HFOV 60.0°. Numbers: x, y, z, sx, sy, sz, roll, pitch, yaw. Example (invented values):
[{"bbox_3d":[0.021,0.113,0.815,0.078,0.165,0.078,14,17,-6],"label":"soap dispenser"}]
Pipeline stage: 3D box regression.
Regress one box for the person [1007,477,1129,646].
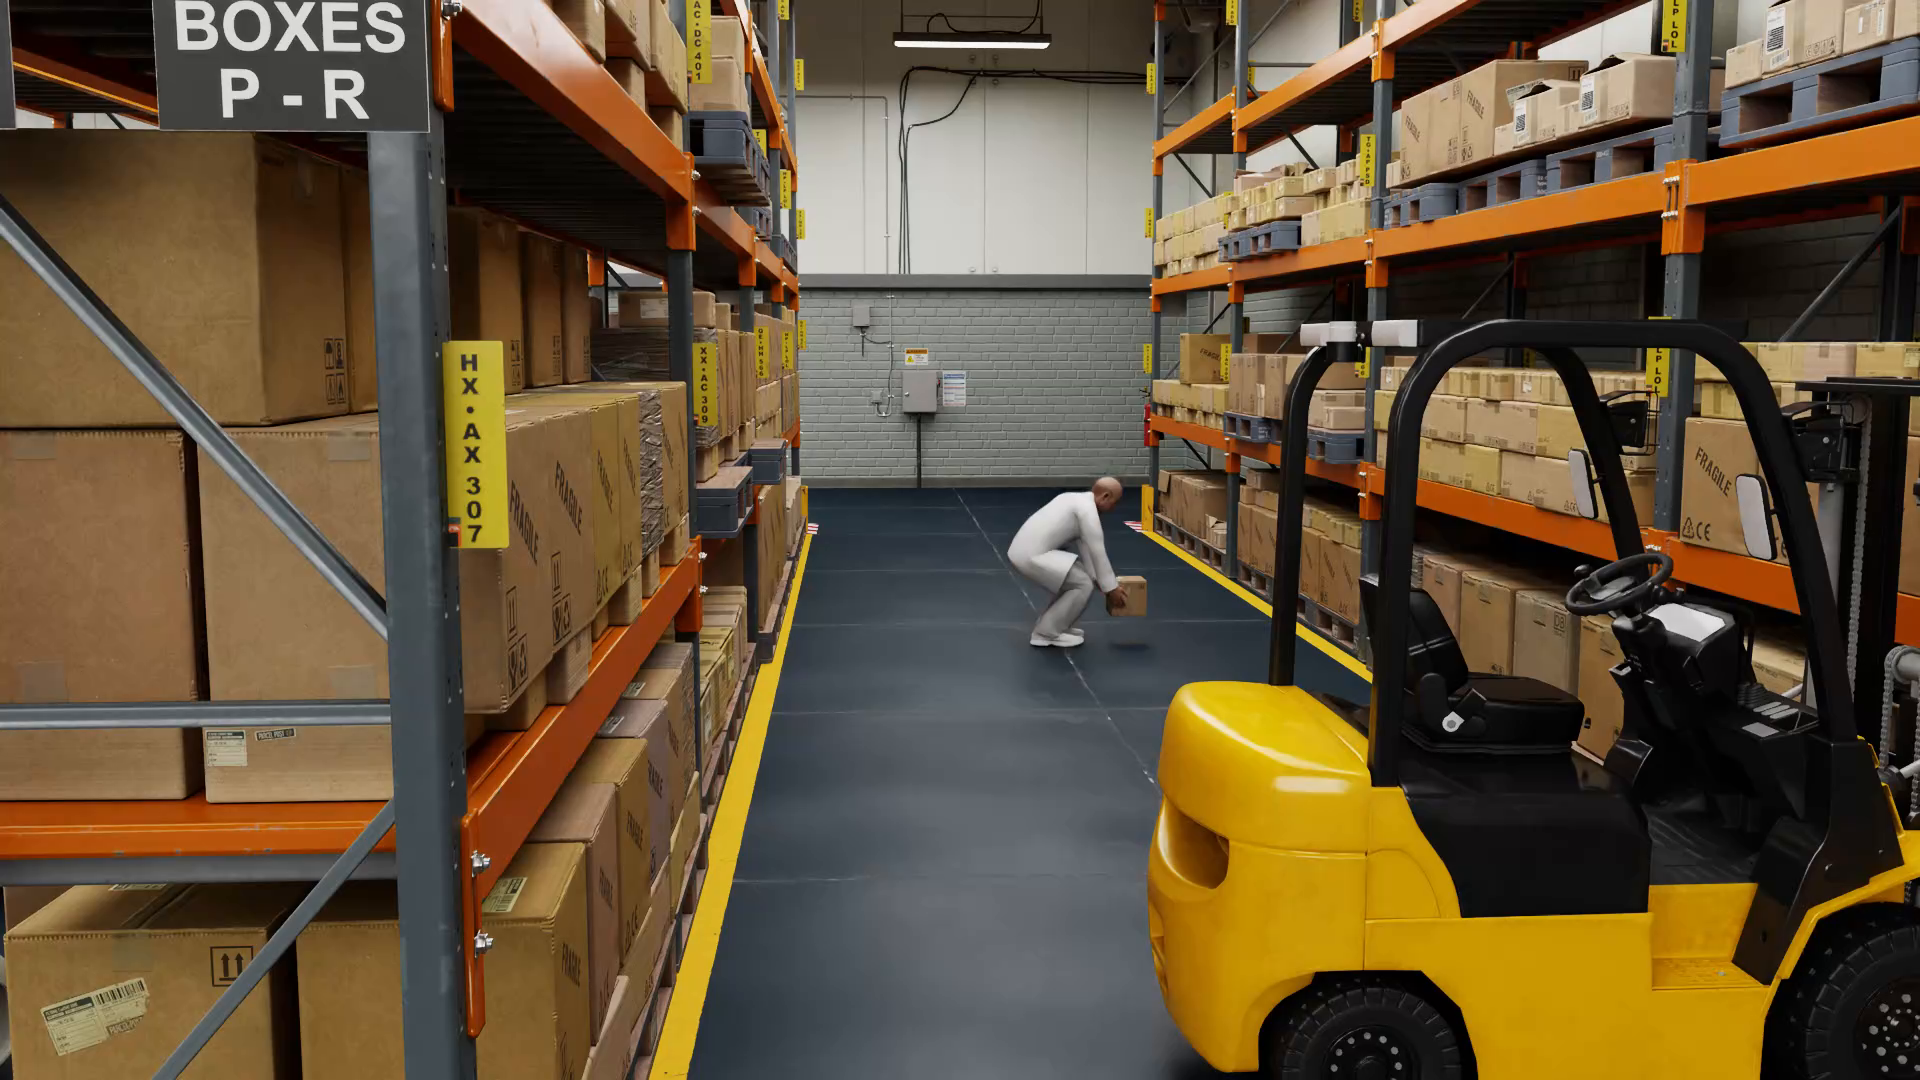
[{"bbox_3d":[0.747,0.191,11.715,0.835,1.069,0.623,0,7,-4],"label":"person"}]
